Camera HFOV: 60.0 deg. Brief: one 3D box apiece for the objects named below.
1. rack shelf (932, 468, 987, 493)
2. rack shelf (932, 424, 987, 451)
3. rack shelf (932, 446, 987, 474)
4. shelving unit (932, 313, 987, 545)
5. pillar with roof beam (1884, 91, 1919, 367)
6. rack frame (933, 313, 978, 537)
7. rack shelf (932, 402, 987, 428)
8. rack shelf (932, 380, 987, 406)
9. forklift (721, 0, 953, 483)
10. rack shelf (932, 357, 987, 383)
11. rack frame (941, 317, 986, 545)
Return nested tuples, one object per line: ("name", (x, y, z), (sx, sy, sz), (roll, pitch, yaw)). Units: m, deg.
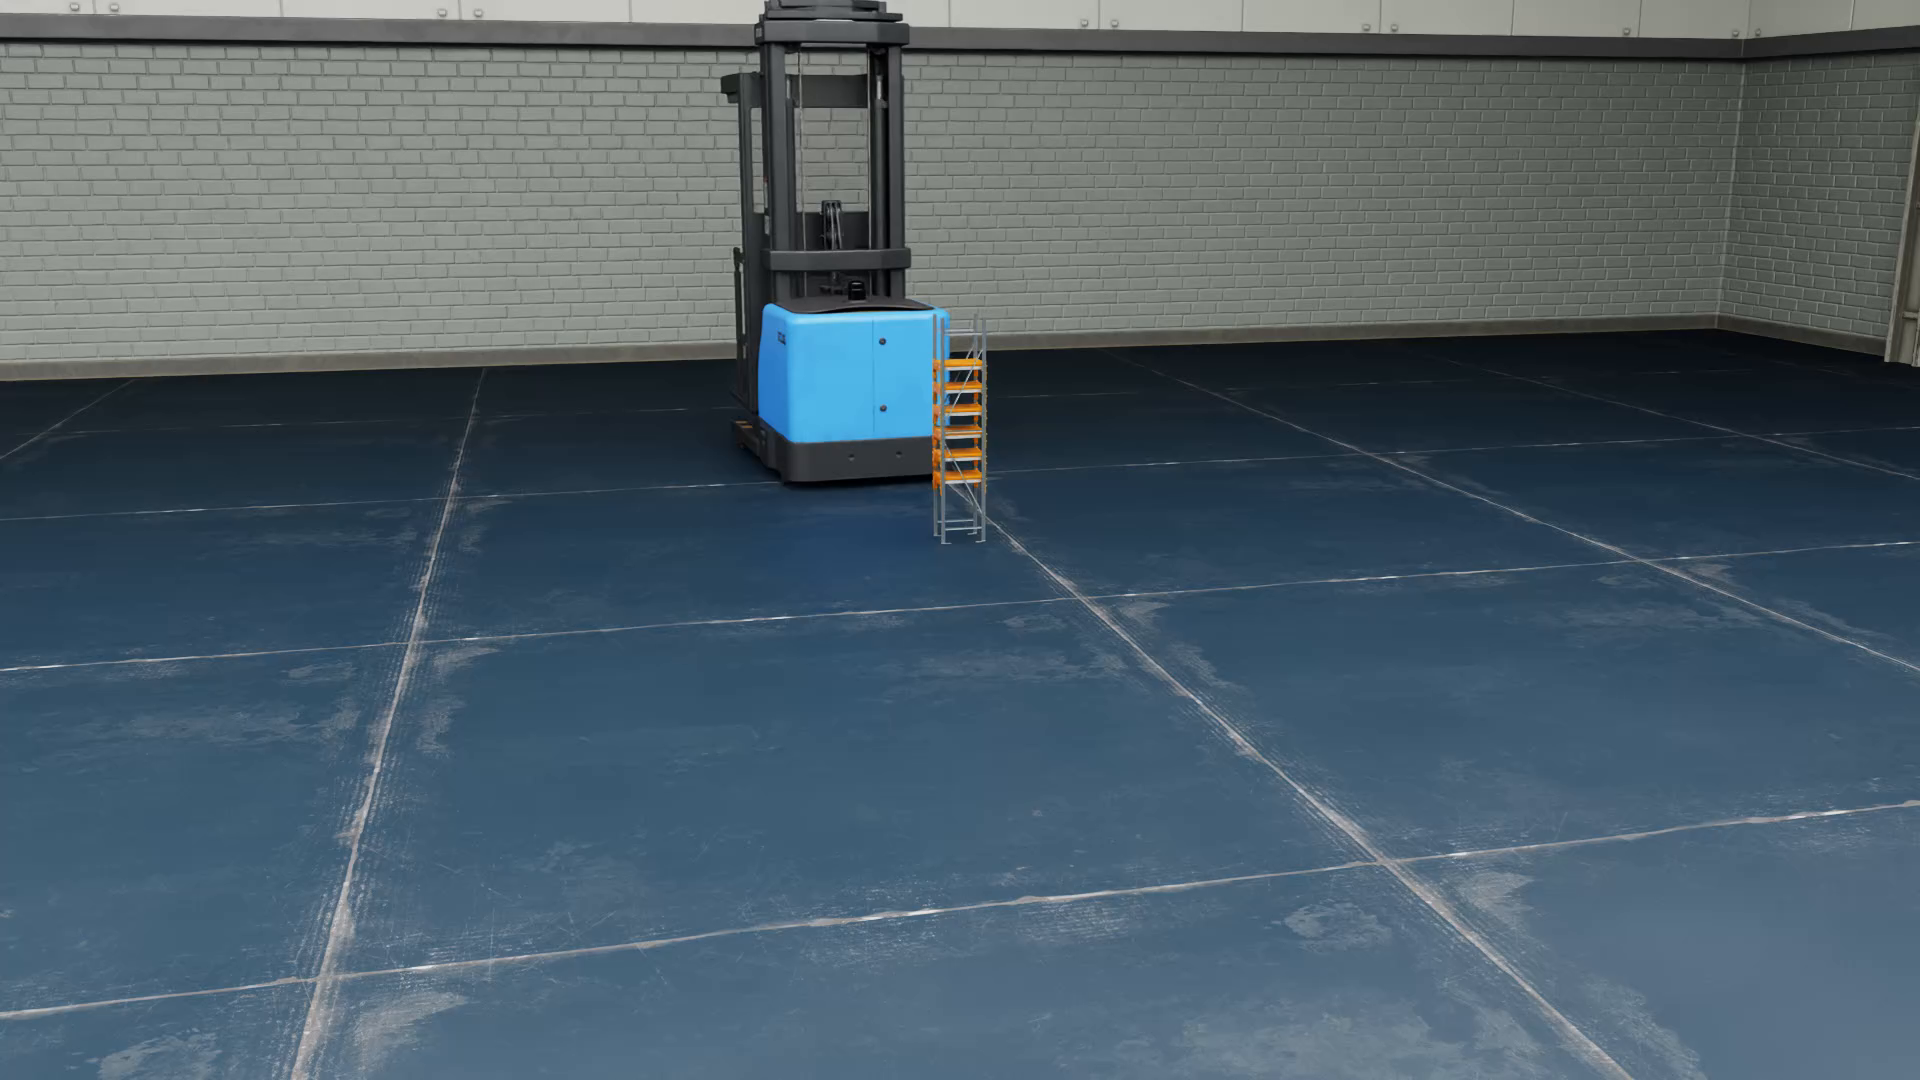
("rack shelf", (-0.003, -0.310, 8.866), (0.258, 0.103, 0.180), (-3, 14, -13))
("rack shelf", (-0.003, -0.543, 8.809), (0.258, 0.103, 0.180), (-3, 14, -13))
("rack shelf", (-0.003, -0.426, 8.837), (0.258, 0.103, 0.180), (-3, 14, -13))
("shelving unit", (-0.003, -0.586, 8.798), (0.258, 1.200, 0.189), (-3, 14, -13))
("pillar with roof beam", (4.868, -5.810, 13.748), (9.100, 9.000, 0.400), (-3, 14, -13))
("rack frame", (-0.025, -0.607, 8.885), (0.240, 1.200, 0.006), (-3, 14, -13))
("rack shelf", (-0.003, -0.660, 8.780), (0.258, 0.103, 0.180), (-3, 14, -13))
("rack shelf", (-0.003, -0.776, 8.752), (0.258, 0.103, 0.180), (-3, 14, -13))
("forklift", (-0.975, -2.078, 11.255), (1.130, 2.935, 3.031), (-4, 14, -17))
("rack shelf", (-0.003, -0.893, 8.723), (0.258, 0.103, 0.180), (-3, 14, -13))
("rack frame", (0.018, -0.565, 8.712), (0.240, 1.200, 0.006), (-3, 14, -13))
